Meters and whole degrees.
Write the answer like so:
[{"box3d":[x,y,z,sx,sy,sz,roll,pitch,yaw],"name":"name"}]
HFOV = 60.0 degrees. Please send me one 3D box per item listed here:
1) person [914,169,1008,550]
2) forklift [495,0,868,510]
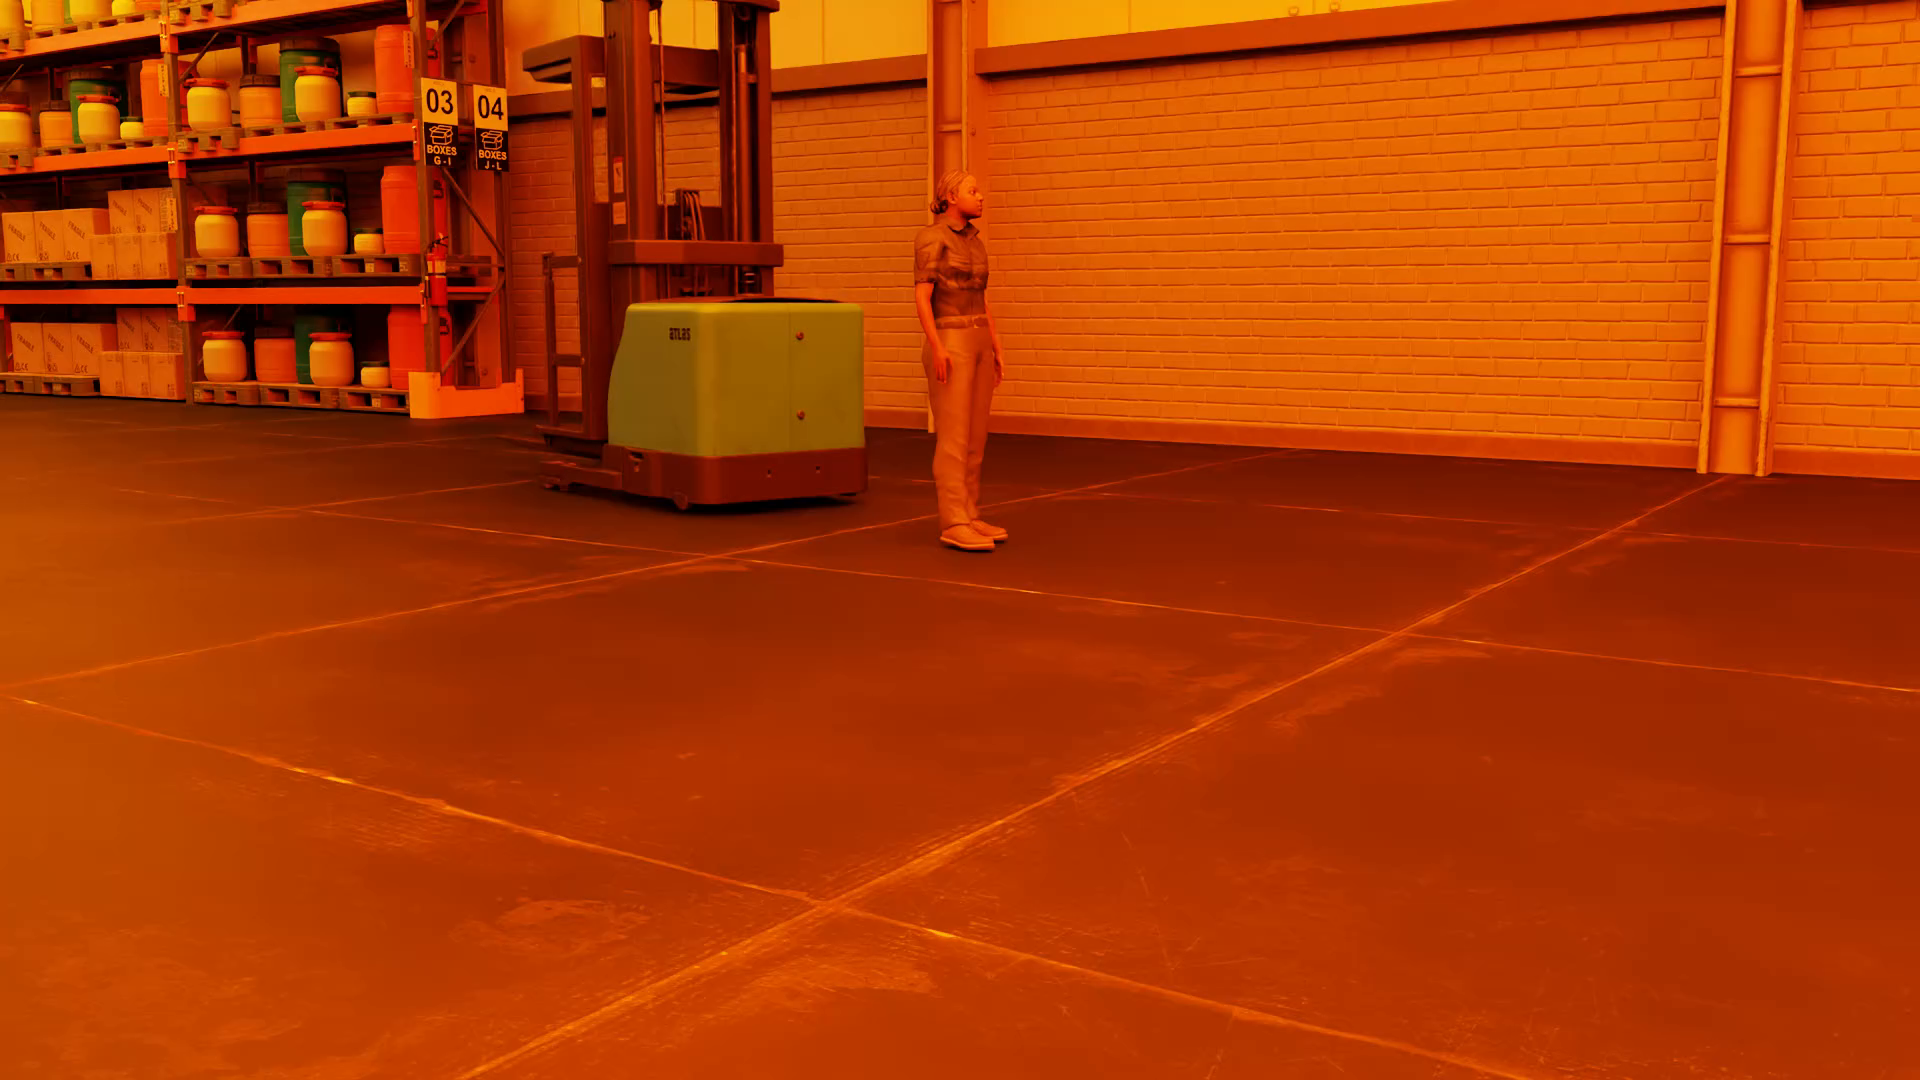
[{"box3d":[0.062,-0.817,7.421,0.503,1.656,0.569,5,10,34],"name":"person"},{"box3d":[-1.803,-1.764,9.598,1.130,2.935,3.031,-6,10,-38],"name":"forklift"}]
